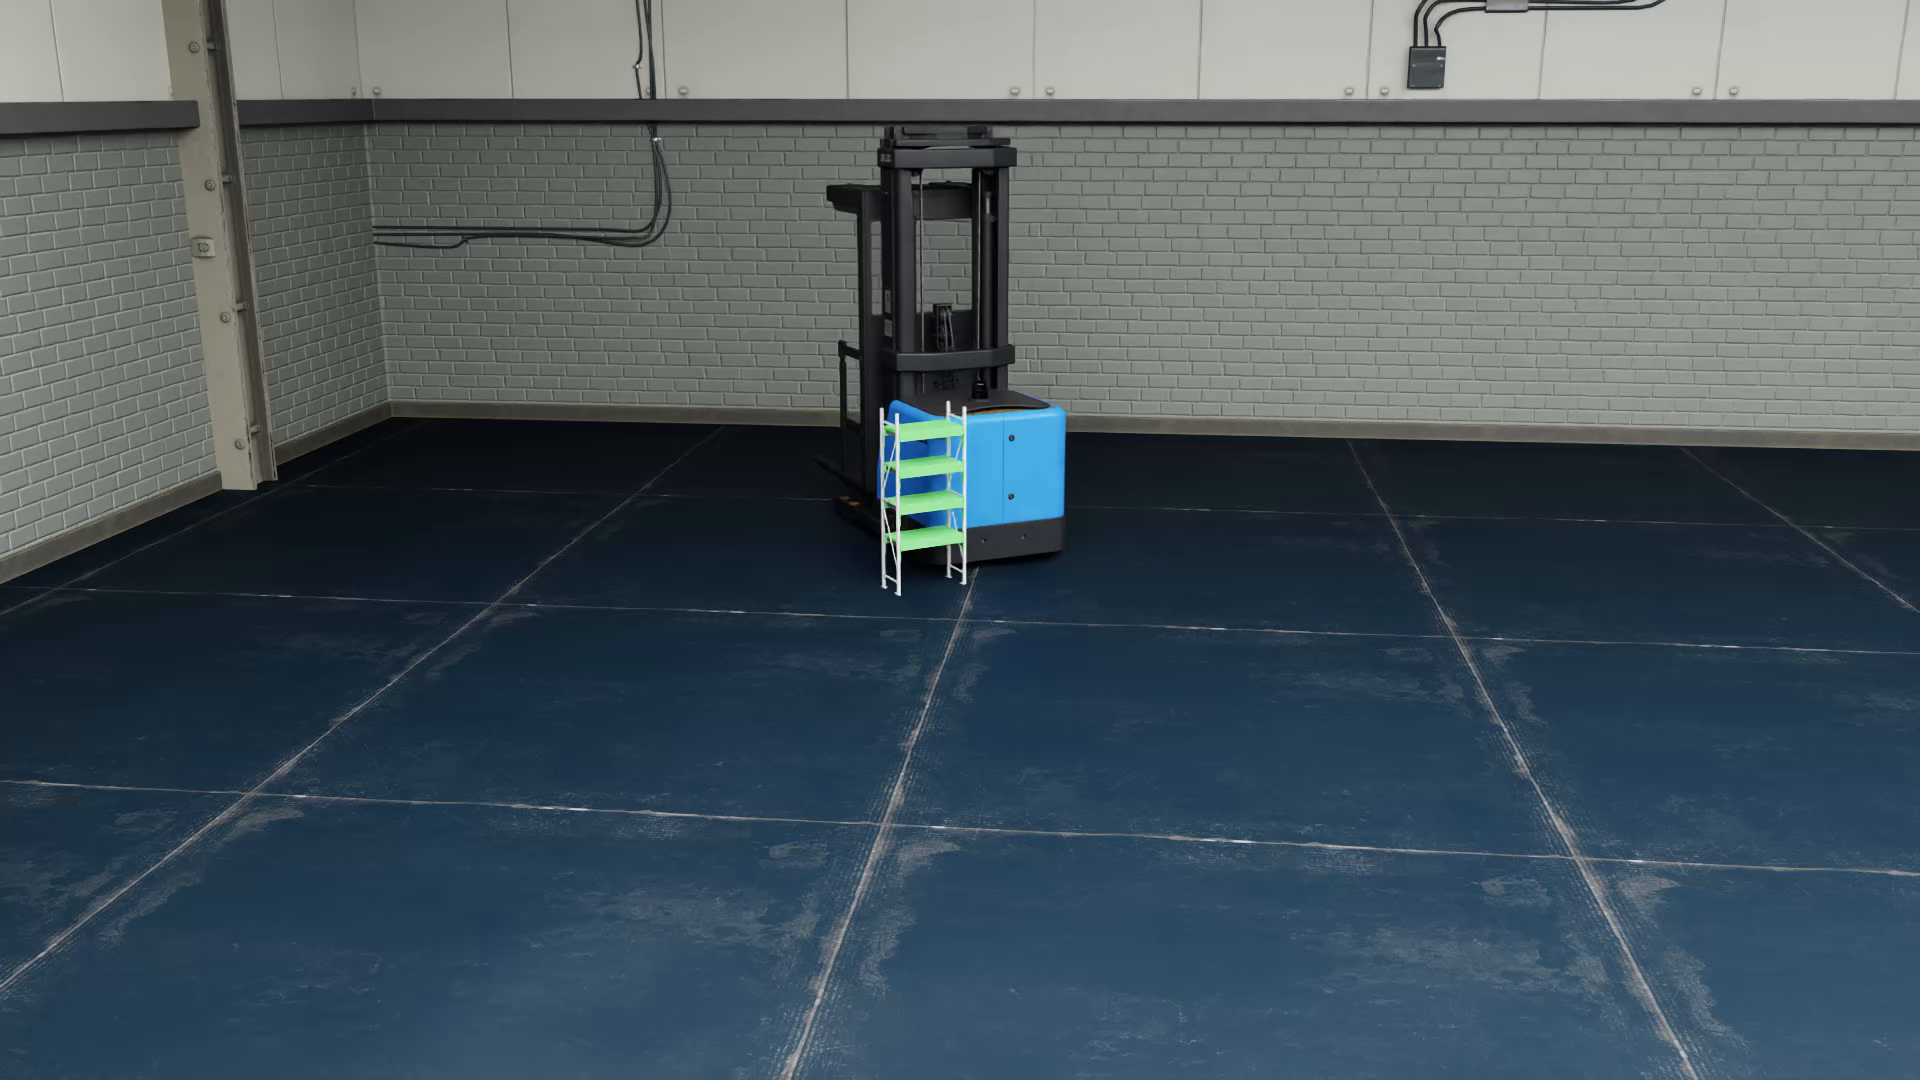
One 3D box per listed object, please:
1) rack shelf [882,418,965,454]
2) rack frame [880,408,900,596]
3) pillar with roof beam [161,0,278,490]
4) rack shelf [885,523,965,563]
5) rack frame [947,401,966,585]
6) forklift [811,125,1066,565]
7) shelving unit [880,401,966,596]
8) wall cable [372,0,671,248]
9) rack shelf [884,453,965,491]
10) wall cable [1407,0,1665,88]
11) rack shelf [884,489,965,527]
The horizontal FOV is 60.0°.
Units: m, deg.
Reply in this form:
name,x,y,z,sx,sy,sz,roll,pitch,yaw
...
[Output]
name,x,y,z,sx,sy,sz,roll,pitch,yaw
rack shelf,-0.238,-0.678,10.776,0.480,0.148,0.258,-8,17,-28
rack frame,-0.452,-0.246,10.771,0.015,1.200,0.240,-8,17,-28
pillar with roof beam,-1.664,-4.685,12.249,9.100,9.000,0.400,2,15,6
rack shelf,-0.238,0.017,10.964,0.480,0.148,0.258,-8,17,-28
rack frame,-0.024,-0.307,10.997,0.015,1.200,0.240,-8,17,-28
forklift,-0.321,-1.583,12.402,1.130,2.935,3.031,-7,17,-23
shelving unit,-0.238,-0.276,10.884,0.503,1.200,0.258,-8,17,-28
wall cable,-4.295,-4.038,15.804,3.097,2.526,0.112,2,15,6
rack shelf,-0.238,-0.446,10.838,0.480,0.148,0.258,-8,17,-28
wall cable,5.136,-6.895,13.906,2.305,6.003,0.169,2,15,6
rack shelf,-0.238,-0.214,10.901,0.480,0.148,0.258,-8,17,-28
